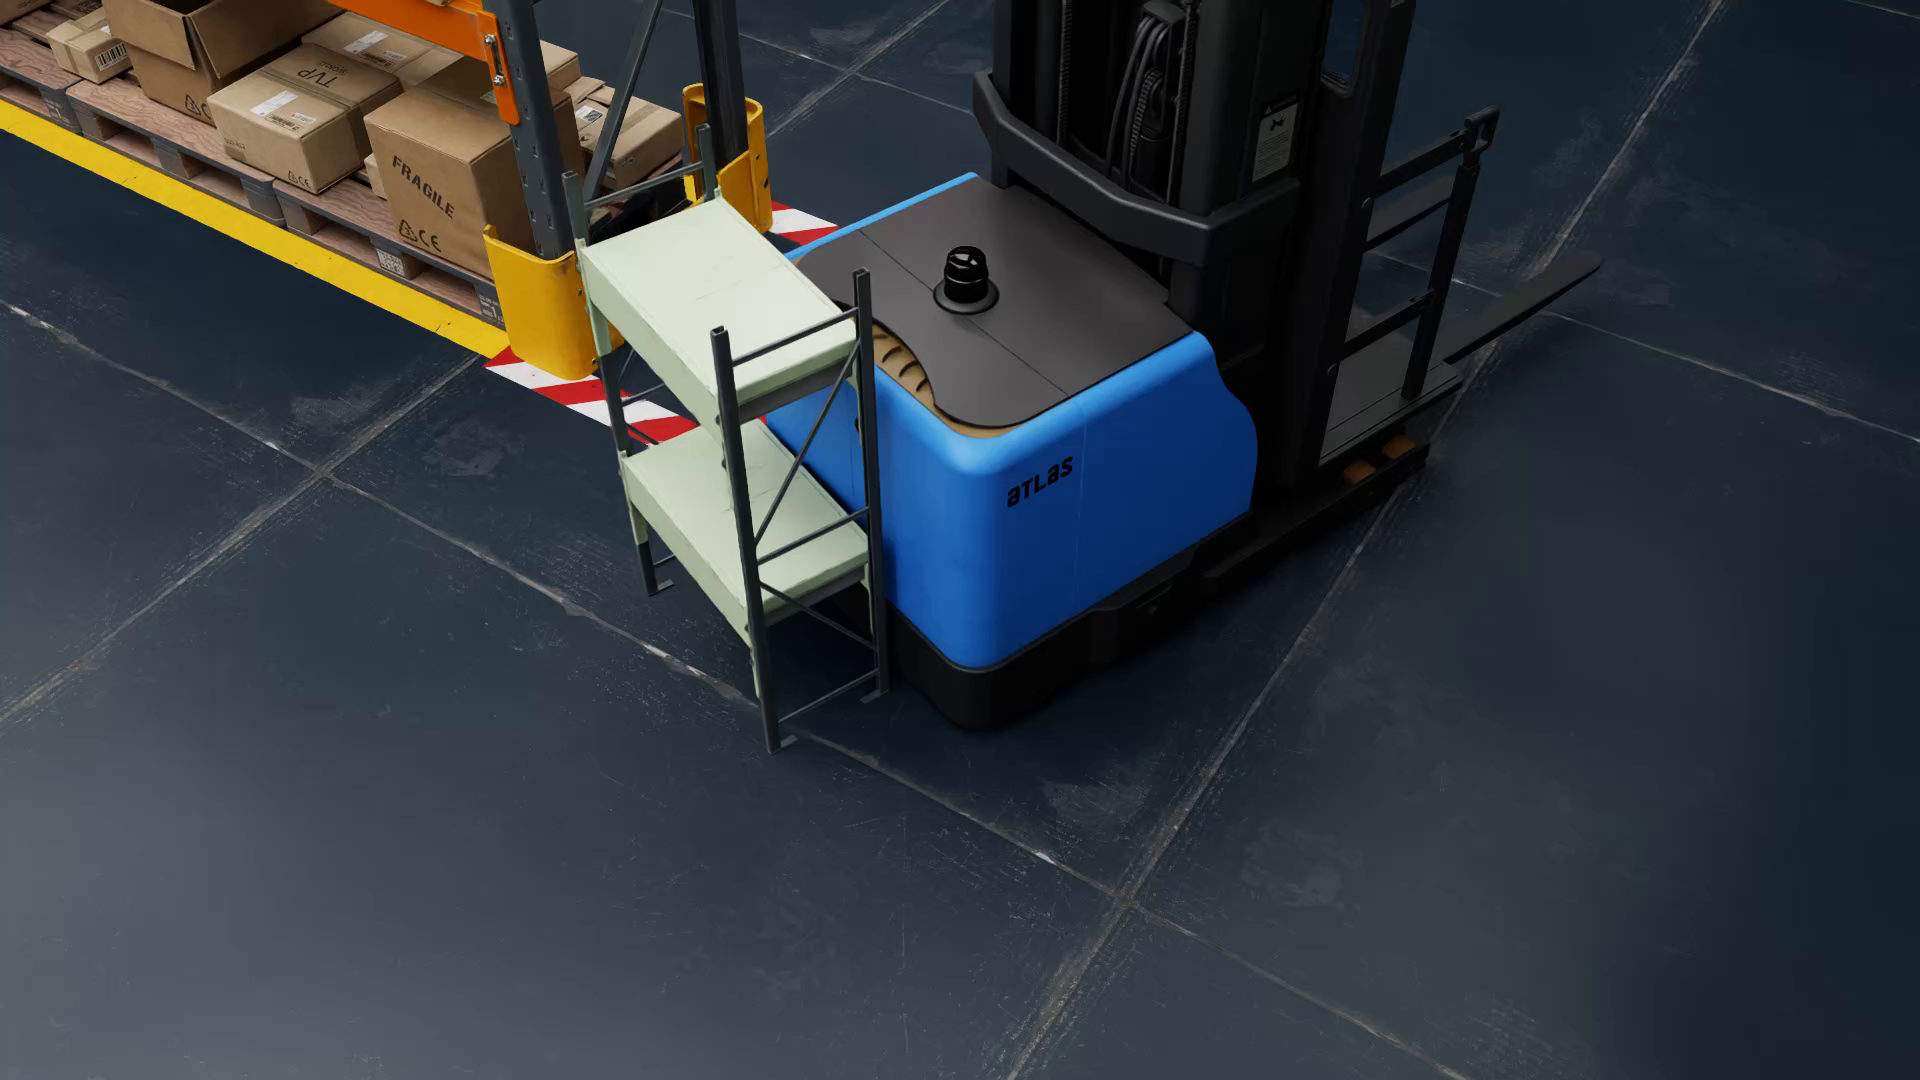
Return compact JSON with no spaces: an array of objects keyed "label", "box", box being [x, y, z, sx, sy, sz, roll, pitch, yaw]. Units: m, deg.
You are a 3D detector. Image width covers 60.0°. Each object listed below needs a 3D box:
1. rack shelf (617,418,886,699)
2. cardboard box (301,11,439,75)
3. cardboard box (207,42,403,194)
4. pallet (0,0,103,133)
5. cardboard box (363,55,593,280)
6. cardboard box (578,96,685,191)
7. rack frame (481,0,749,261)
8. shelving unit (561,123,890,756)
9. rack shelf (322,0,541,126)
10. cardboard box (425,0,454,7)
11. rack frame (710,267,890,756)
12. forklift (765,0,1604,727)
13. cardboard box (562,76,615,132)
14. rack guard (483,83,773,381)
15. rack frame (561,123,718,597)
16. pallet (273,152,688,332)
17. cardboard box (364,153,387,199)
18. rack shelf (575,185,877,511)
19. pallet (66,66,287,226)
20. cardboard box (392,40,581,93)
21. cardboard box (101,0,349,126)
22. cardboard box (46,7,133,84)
[{"label":"rack shelf","box":[-0.583,0.006,4.653,0.431,0.370,0.720,-27,52,-24]},{"label":"cardboard box","box":[-2.241,-1.936,6.650,0.500,0.250,0.500,25,51,22]},{"label":"cardboard box","box":[-2.469,-1.615,6.338,0.500,0.250,0.500,25,51,22]},{"label":"pallet","box":[-3.884,-2.282,7.321,1.213,0.211,1.003,25,51,22]},{"label":"cardboard box","box":[-1.685,-1.316,5.873,0.500,0.500,0.500,25,51,22]},{"label":"cardboard box","box":[-1.262,-1.501,6.298,0.250,0.149,0.380,25,51,22]},{"label":"rack frame","box":[-1.095,-1.972,5.074,0.127,3.000,1.000,25,51,22]},{"label":"shelving unit","box":[-0.583,-0.222,4.420,0.431,1.500,0.755,-27,52,-24]},{"label":"rack shelf","box":[-2.778,-2.495,6.085,4.000,0.370,1.077,25,51,22]},{"label":"cardboard box","box":[-1.619,-2.016,5.047,0.500,0.500,0.500,26,51,23]},{"label":"rack frame","box":[-0.373,-0.007,4.211,0.400,1.500,0.023,-27,52,-24]},{"label":"forklift","box":[0.894,-1.383,4.550,3.031,2.935,1.130,-29,53,-26]},{"label":"cardboard box","box":[-1.472,-1.604,6.386,0.250,0.166,0.380,25,51,22]},{"label":"rack guard","box":[-1.159,-1.130,6.000,0.348,0.500,1.175,25,51,22]},{"label":"rack frame","box":[-0.794,-0.436,4.628,0.400,1.500,0.023,-27,52,-24]},{"label":"pallet","box":[-1.830,-1.337,6.403,1.213,0.211,1.003,25,51,22]},{"label":"cardboard box","box":[-1.978,-1.411,6.198,0.250,0.166,0.380,25,51,22]},{"label":"rack shelf","box":[-0.583,-0.494,4.140,0.431,0.370,0.720,-27,52,-24]},{"label":"pallet","box":[-2.853,-1.810,6.862,1.213,0.211,1.003,25,51,22]},{"label":"cardboard box","box":[-1.820,-1.742,6.462,0.500,0.250,0.500,25,51,22]},{"label":"cardboard box","box":[-2.878,-2.079,6.613,0.637,0.503,0.797,25,51,22]},{"label":"cardboard box","box":[-3.492,-2.064,6.833,0.250,0.166,0.380,25,51,22]}]
